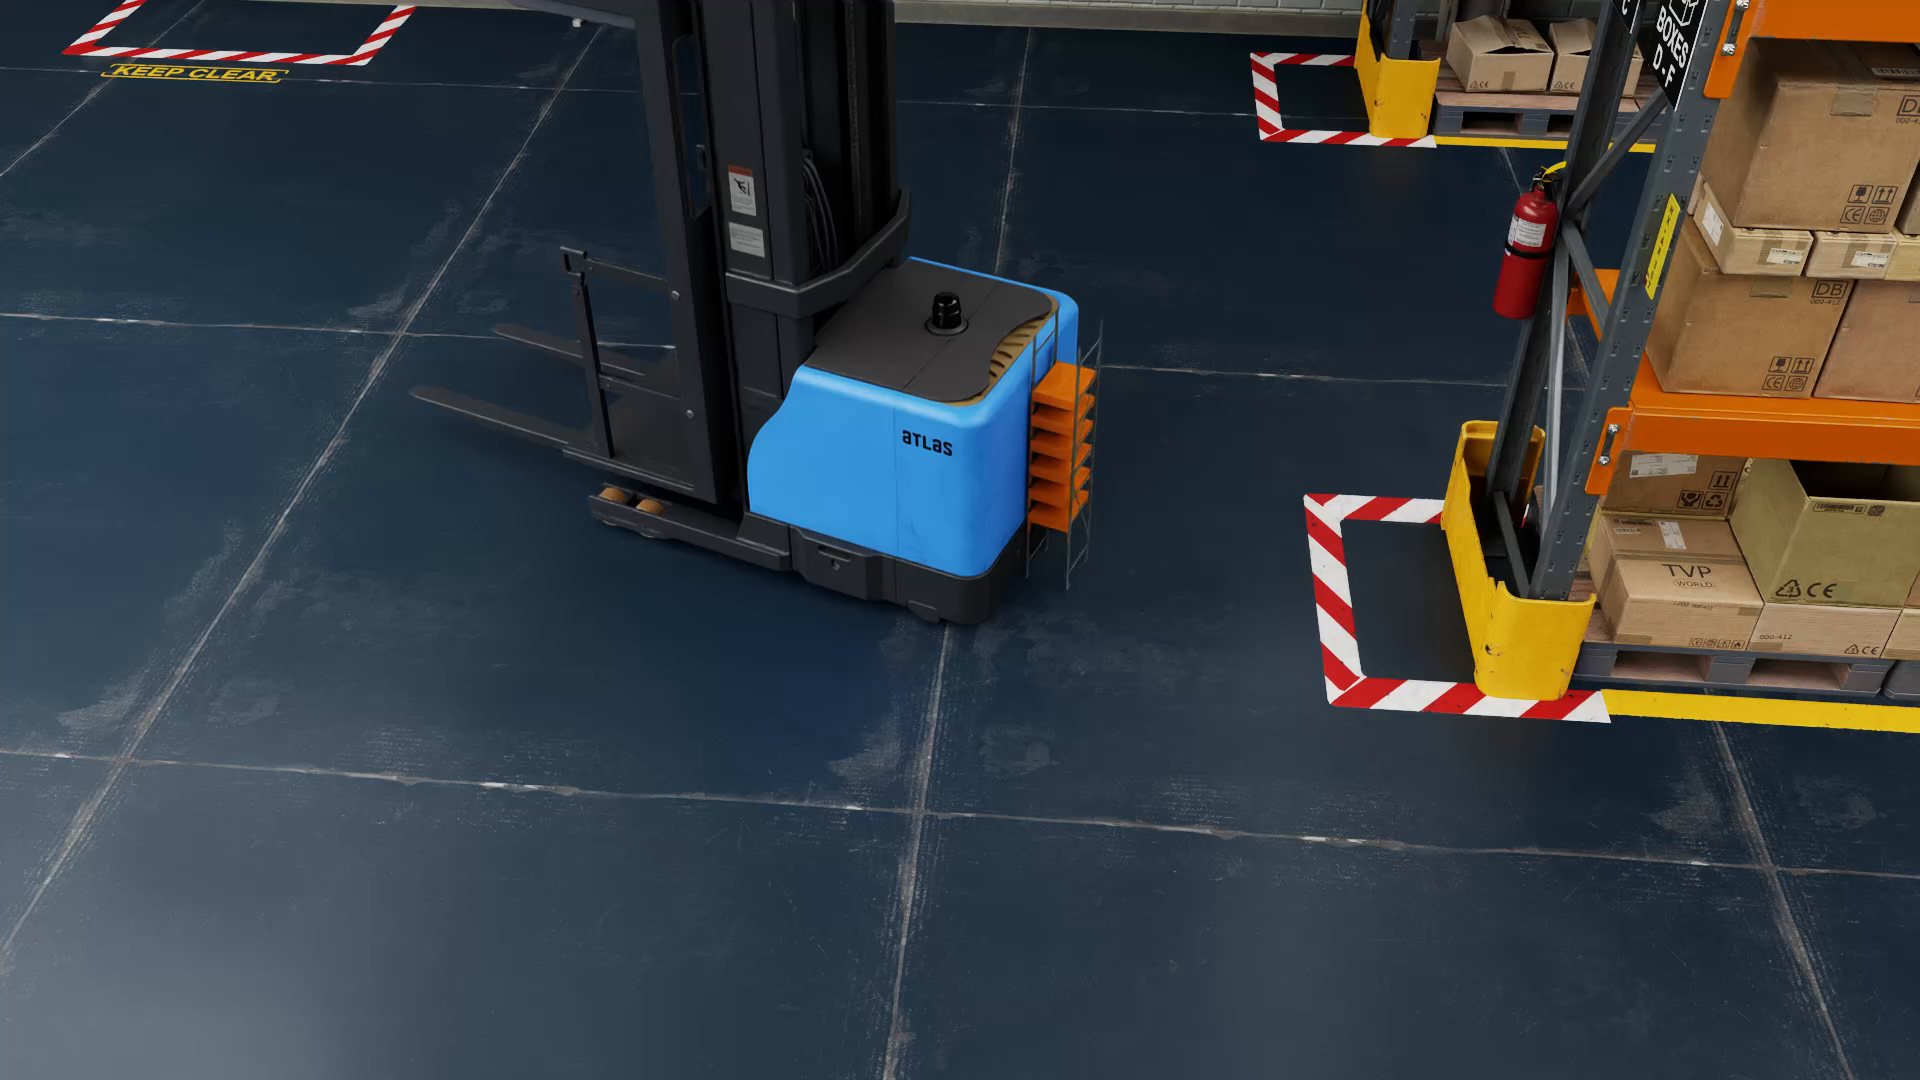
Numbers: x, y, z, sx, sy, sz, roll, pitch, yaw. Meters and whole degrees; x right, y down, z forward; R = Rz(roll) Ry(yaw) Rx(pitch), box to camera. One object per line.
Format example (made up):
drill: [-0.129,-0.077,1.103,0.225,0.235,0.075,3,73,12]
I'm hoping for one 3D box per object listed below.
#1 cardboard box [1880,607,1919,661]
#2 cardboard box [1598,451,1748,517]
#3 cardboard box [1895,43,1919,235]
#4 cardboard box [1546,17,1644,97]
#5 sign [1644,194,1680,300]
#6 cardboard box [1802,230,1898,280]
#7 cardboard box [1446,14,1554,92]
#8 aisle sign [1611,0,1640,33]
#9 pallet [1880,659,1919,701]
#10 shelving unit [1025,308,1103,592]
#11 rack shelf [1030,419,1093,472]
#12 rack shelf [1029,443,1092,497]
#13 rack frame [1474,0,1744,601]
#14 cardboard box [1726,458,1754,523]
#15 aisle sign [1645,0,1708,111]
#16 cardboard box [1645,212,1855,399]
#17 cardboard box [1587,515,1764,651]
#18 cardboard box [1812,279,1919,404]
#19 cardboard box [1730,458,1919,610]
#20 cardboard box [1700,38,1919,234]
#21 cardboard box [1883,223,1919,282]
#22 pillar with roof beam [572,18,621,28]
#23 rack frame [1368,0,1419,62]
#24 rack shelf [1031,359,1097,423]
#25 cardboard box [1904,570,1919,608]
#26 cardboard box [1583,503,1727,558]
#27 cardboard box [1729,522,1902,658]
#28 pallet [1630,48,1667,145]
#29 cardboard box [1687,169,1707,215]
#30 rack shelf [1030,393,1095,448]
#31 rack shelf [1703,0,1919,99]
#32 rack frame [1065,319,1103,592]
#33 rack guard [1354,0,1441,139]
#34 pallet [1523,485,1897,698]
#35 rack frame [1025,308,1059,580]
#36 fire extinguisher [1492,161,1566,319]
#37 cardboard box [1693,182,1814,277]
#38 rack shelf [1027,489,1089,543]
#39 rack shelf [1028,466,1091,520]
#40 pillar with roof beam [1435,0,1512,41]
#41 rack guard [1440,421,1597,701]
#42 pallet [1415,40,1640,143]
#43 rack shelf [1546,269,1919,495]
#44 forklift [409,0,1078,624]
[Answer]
cardboard box: [3.786,0.217,6.453,0.500,0.250,0.500,3,39,4]
cardboard box: [2.834,-0.454,6.683,0.500,0.500,0.500,3,39,4]
cardboard box: [3.315,-1.389,5.473,0.500,0.500,0.700,2,39,3]
cardboard box: [3.947,-3.027,10.374,0.500,0.311,0.500,6,40,8]
sign: [2.220,-0.926,5.263,0.005,0.325,0.100,3,39,4]
cardboard box: [2.910,-1.029,5.545,0.250,0.149,0.380,2,39,3]
cardboard box: [3.379,-3.058,10.412,0.500,0.311,0.500,-1,39,-1]
aisle sign: [2.234,-2.105,5.401,0.004,0.787,0.394,3,39,4]
pallet: [4.252,0.256,6.768,1.213,0.211,1.003,3,39,4]
shelving unit: [0.413,-0.341,6.719,0.189,1.200,0.258,17,42,20]
rack shelf: [0.413,-0.400,6.671,0.180,0.103,0.258,17,42,20]
rack shelf: [0.413,-0.307,6.747,0.180,0.103,0.258,17,42,20]
rack frame: [2.274,-0.909,5.990,0.127,3.000,1.000,3,39,4]
cardboard box: [3.333,-0.142,6.894,0.500,0.250,0.500,3,39,4]
aisle sign: [2.182,-1.728,4.937,0.004,0.787,0.394,3,39,4]
cardboard box: [2.738,-0.914,5.917,0.500,0.500,0.700,3,39,4]
cardboard box: [2.789,0.164,6.518,0.500,0.250,0.500,3,39,4]
cardboard box: [3.262,-0.888,5.886,0.500,0.500,0.700,4,39,5]
cardboard box: [3.288,-0.101,6.249,0.500,0.500,0.500,3,39,4]
cardboard box: [2.791,-1.414,5.504,0.500,0.500,0.700,3,39,4]
cardboard box: [3.158,-1.015,5.528,0.250,0.149,0.380,3,39,4]
pillar with roof beam: [-2.879,-4.476,5.621,0.400,9.000,9.100,3,39,4]
rack frame: [2.698,-4.024,9.818,0.127,3.000,1.000,3,39,4]
rack shelf: [0.413,-0.586,6.520,0.180,0.103,0.258,17,42,20]
cardboard box: [3.787,-0.082,6.225,0.500,0.500,0.500,3,39,4]
cardboard box: [2.834,-0.162,6.918,0.500,0.250,0.500,3,39,4]
cardboard box: [3.288,0.189,6.487,0.500,0.250,0.500,3,39,4]
pallet: [4.792,-2.804,10.528,1.213,0.211,1.003,3,39,4]
cardboard box: [2.671,-1.298,5.875,0.250,0.149,0.380,3,39,3]
rack shelf: [0.413,-0.493,6.596,0.180,0.103,0.258,17,42,20]
rack shelf: [4.267,-1.684,5.136,4.000,0.370,1.077,3,39,4]
rack frame: [0.495,-0.317,6.688,0.006,1.200,0.240,17,42,20]
rack guard: [2.774,-3.051,10.602,0.348,0.500,1.175,3,39,4]
pallet: [3.040,0.188,6.851,1.213,0.211,1.003,3,39,4]
rack frame: [0.330,-0.366,6.750,0.006,1.200,0.240,17,42,20]
fire extinguisher: [2.196,-1.177,6.381,0.183,0.674,0.296,3,39,4]
cardboard box: [2.646,-1.042,5.561,0.250,0.149,0.380,3,39,4]
rack shelf: [0.413,-0.121,6.899,0.180,0.103,0.258,17,42,20]
rack shelf: [0.413,-0.214,6.823,0.180,0.103,0.258,17,42,20]
pillar with roof beam: [3.098,-4.149,5.219,0.400,9.000,9.100,3,39,4]
rack guard: [2.250,0.060,6.781,0.348,0.500,1.175,3,39,4]
pallet: [3.580,-2.872,10.611,1.213,0.211,1.003,3,39,4]
rack shelf: [4.267,-0.521,6.083,4.000,0.370,1.077,3,39,4]
forklift: [-1.059,-1.429,6.684,3.031,2.935,1.130,17,42,20]
